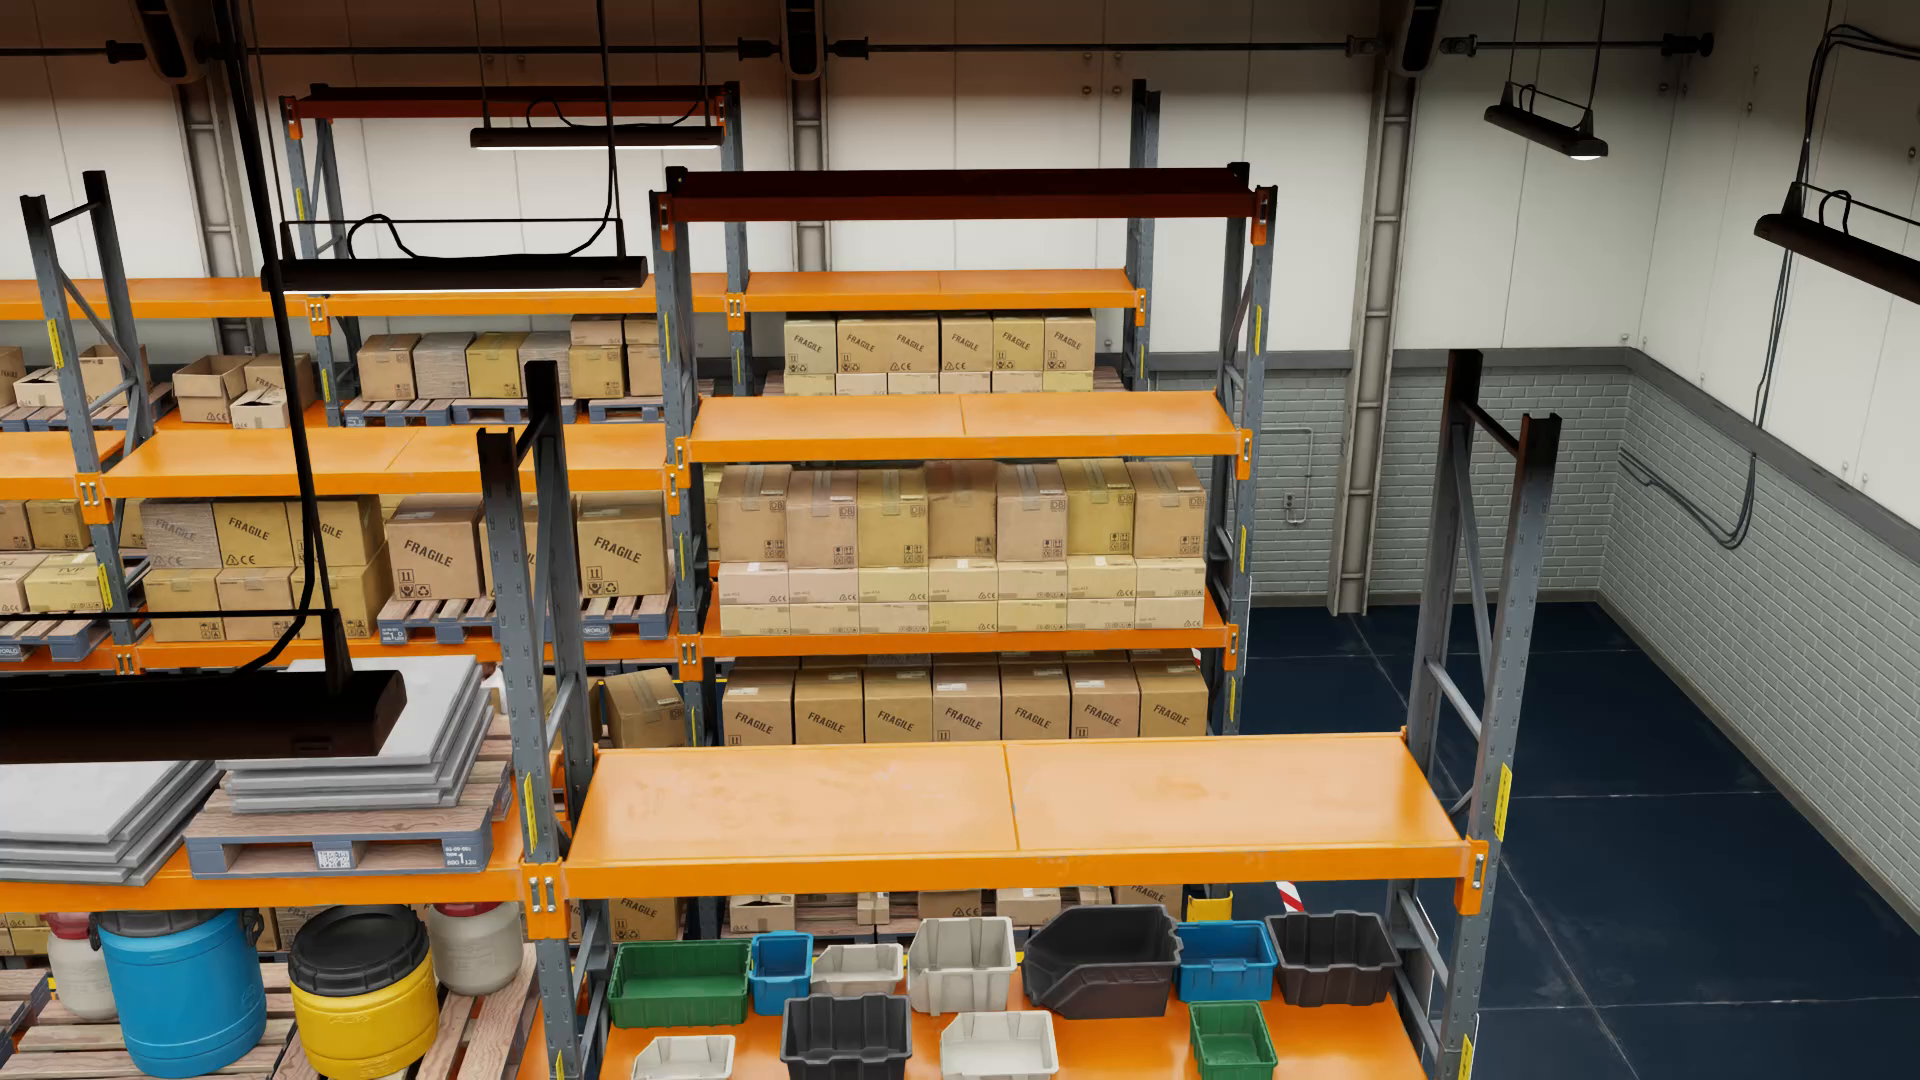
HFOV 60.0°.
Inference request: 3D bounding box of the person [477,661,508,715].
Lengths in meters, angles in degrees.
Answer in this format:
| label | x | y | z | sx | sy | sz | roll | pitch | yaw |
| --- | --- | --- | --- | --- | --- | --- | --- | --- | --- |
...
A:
| label | x | y | z | sx | sy | sz | roll | pitch | yaw |
| --- | --- | --- | --- | --- | --- | --- | --- | --- | --- |
| person | -4.102 | 1.770 | 14.592 | 0.848 | 1.730 | 0.667 | -9 | 24 | -21 |
